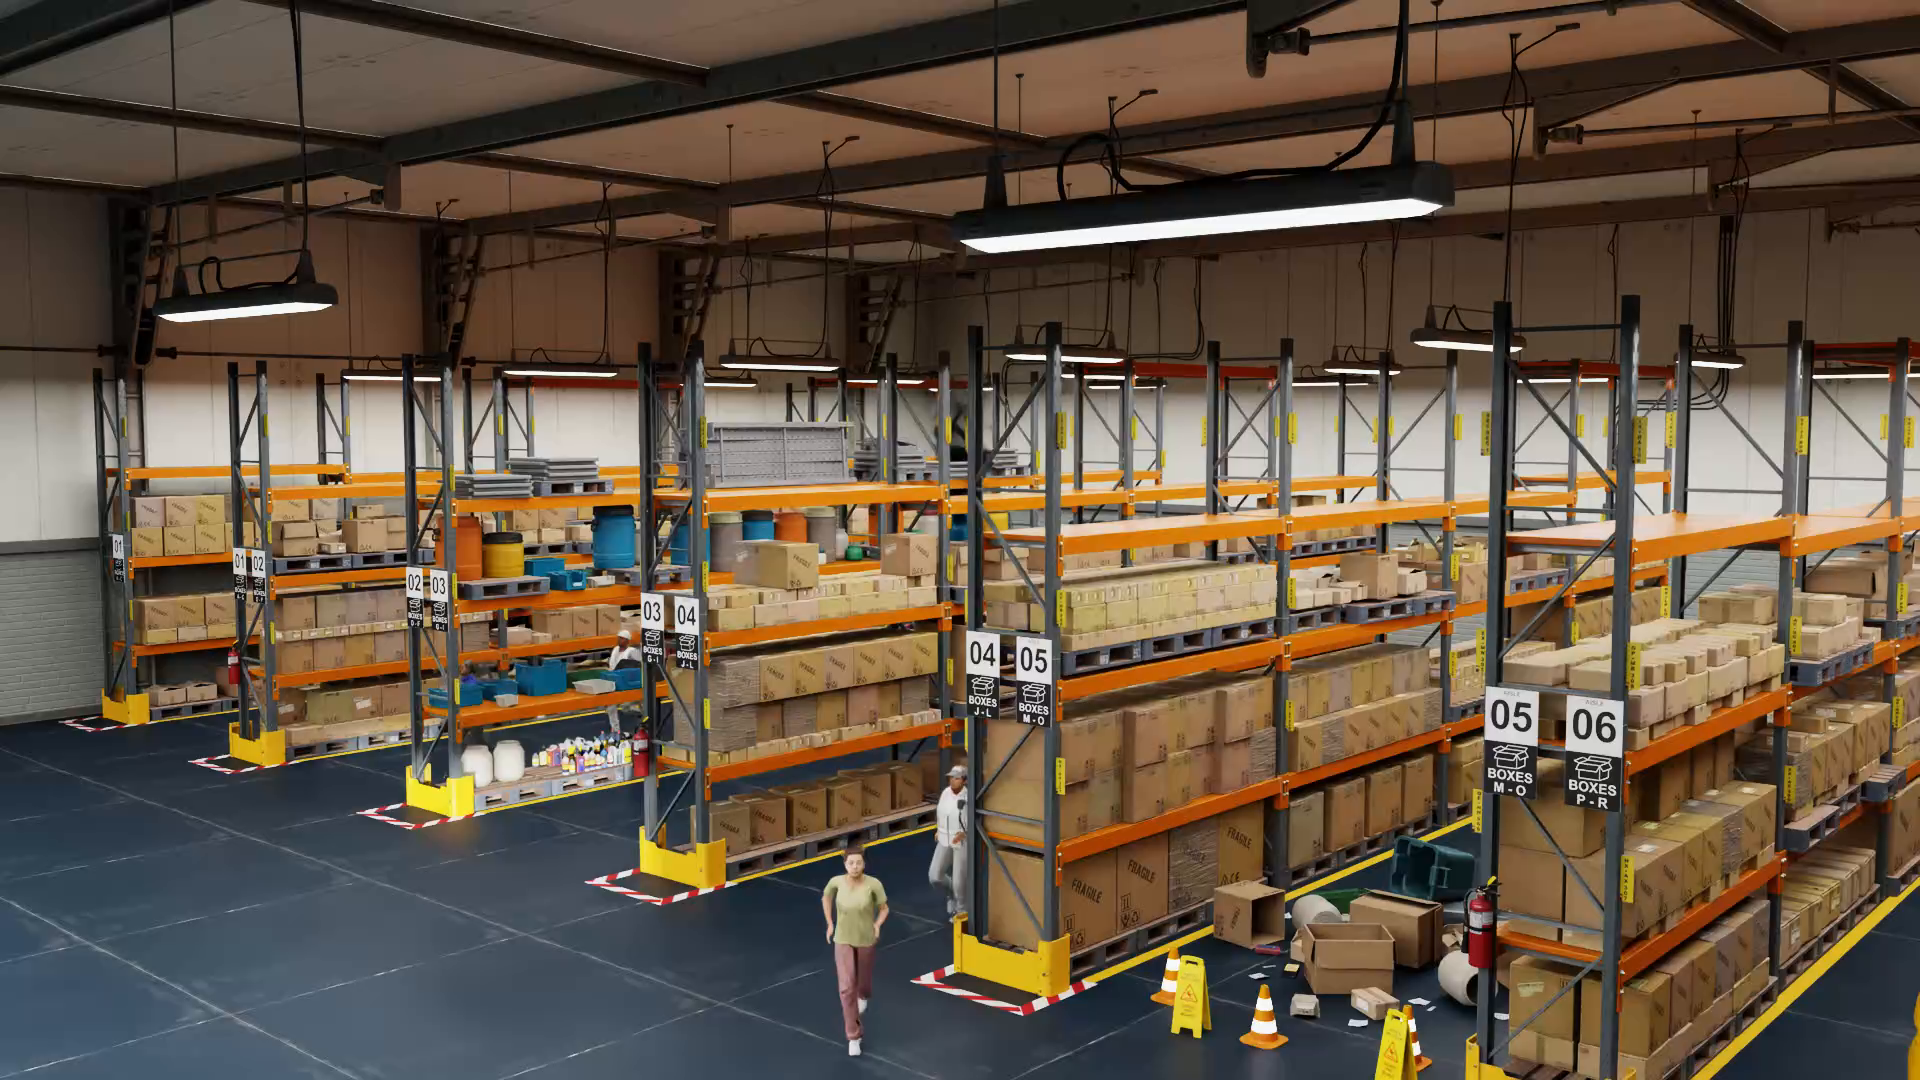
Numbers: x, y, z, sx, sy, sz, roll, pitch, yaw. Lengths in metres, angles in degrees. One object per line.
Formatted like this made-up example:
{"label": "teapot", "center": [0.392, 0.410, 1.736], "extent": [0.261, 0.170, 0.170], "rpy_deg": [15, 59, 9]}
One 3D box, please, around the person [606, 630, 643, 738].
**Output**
{"label": "person", "center": [-5.426, 2.321, 26.835], "extent": [0.694, 1.748, 0.804], "rpy_deg": [3, 5, 35]}

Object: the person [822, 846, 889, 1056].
{"label": "person", "center": [-0.867, 3.330, 13.820], "extent": [0.558, 1.650, 0.892], "rpy_deg": [0, 4, -2]}

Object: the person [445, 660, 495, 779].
{"label": "person", "center": [-7.030, 2.665, 24.041], "extent": [0.858, 1.511, 0.560], "rpy_deg": [-4, 6, -43]}

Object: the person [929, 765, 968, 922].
{"label": "person", "center": [-0.055, 3.104, 16.942], "extent": [0.582, 1.622, 0.531], "rpy_deg": [3, 5, 31]}
